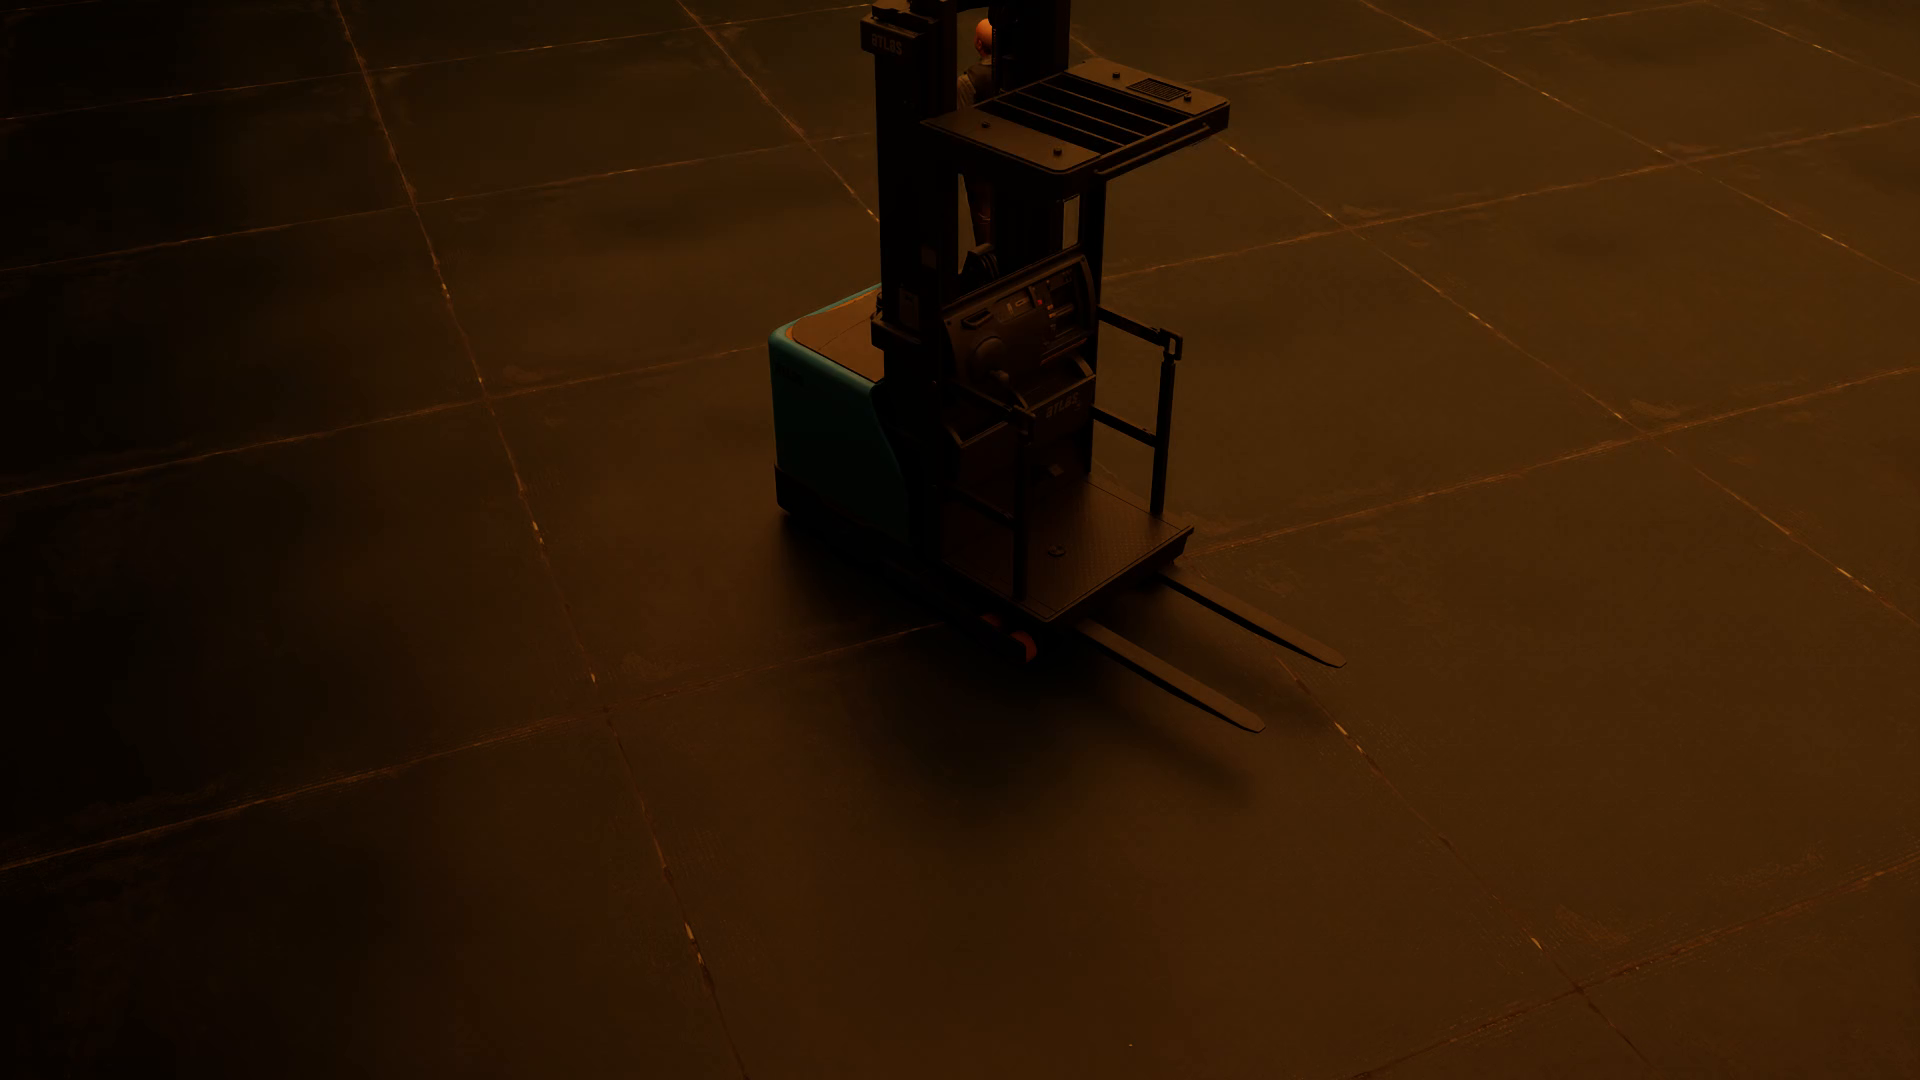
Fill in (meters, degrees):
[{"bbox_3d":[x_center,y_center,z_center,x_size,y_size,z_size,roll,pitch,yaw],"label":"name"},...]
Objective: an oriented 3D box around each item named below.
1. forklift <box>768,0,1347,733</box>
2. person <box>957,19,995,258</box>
[{"bbox_3d":[0.432,-0.946,7.429,3.031,2.935,1.130,30,45,35],"label":"forklift"},{"bbox_3d":[0.178,-2.527,10.683,0.632,1.720,0.569,-13,37,-18],"label":"person"}]
